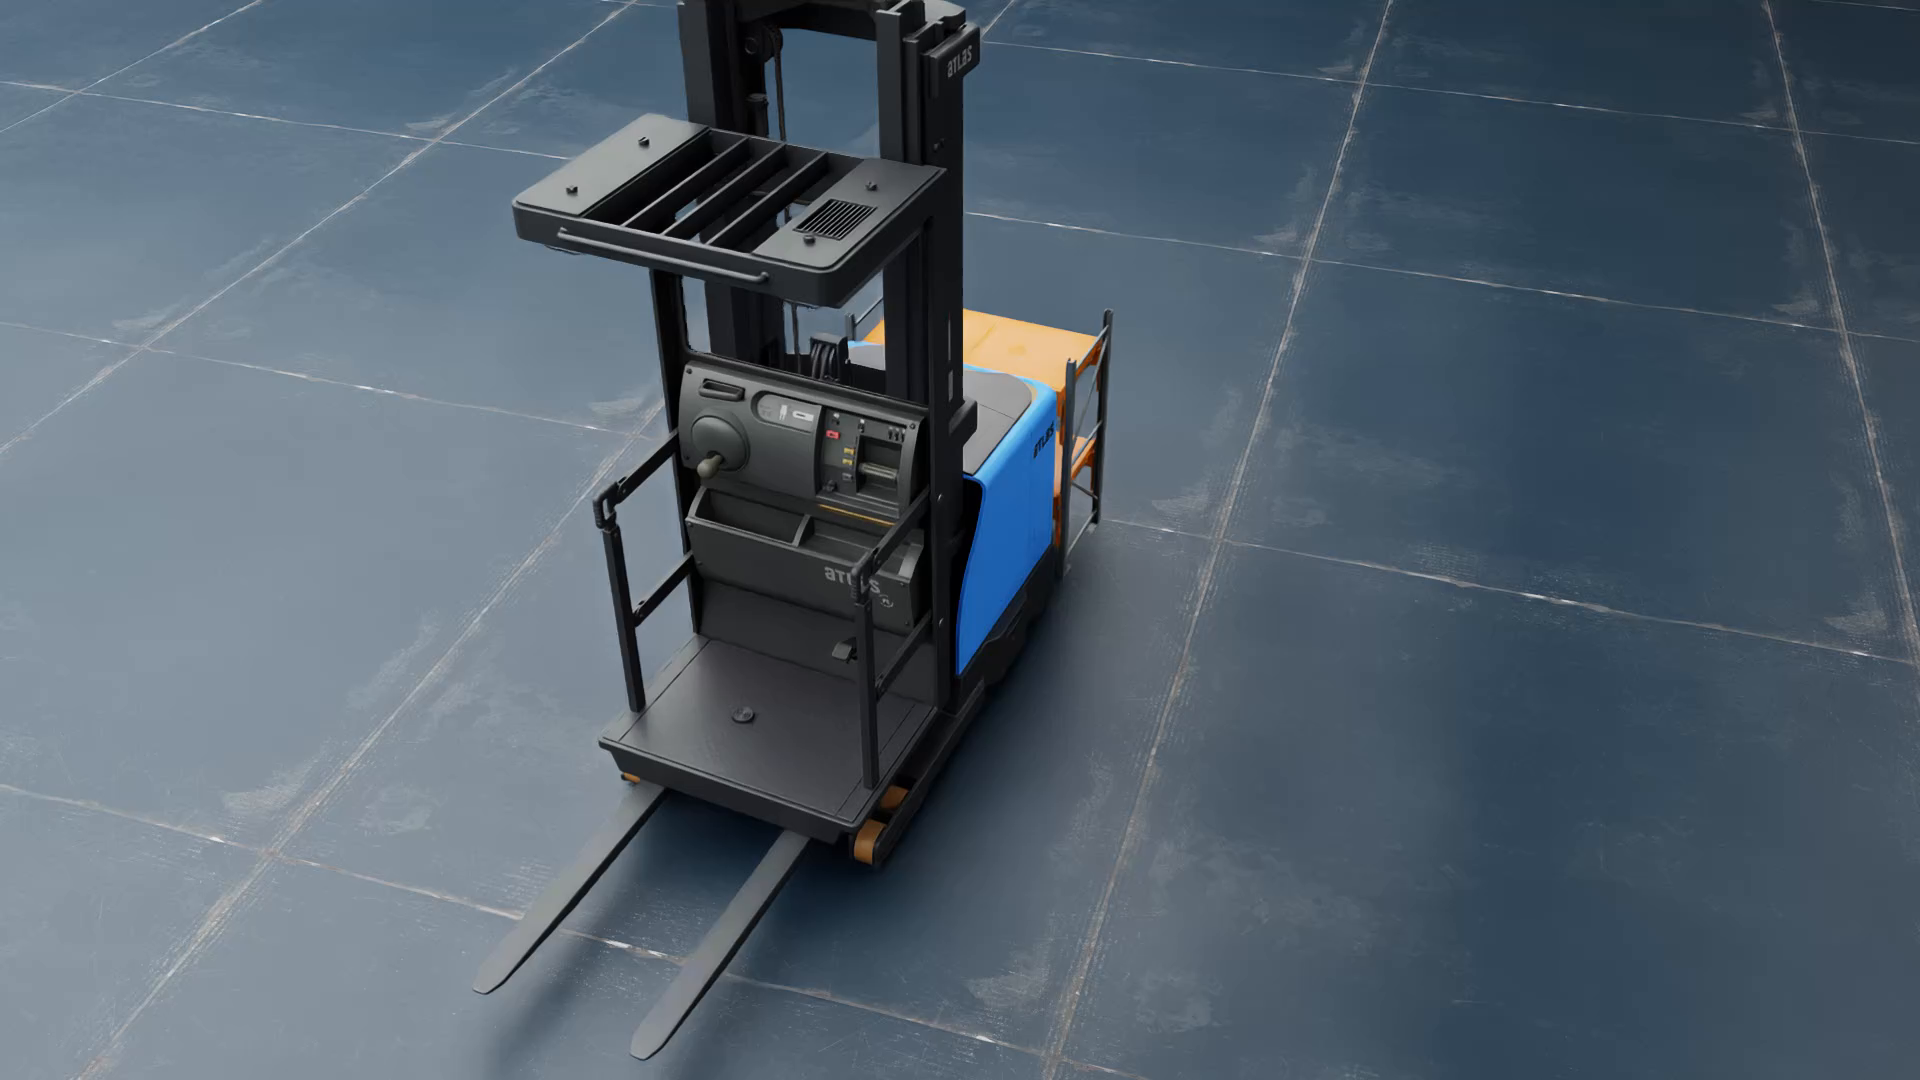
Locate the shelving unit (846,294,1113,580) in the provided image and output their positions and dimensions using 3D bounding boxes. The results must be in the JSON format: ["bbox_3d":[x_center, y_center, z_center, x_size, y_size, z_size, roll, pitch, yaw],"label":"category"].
[{"bbox_3d":[0.085,-0.534,7.527,1.048,1.125,0.538,15,39,19],"label":"shelving unit"}]

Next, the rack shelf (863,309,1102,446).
[{"bbox_3d":[0.085,-0.770,7.354,1.000,0.278,0.538,15,39,19],"label":"rack shelf"}]

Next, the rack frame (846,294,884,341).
[{"bbox_3d":[-0.381,-0.655,7.691,0.032,1.125,0.500,15,39,19],"label":"rack frame"}]

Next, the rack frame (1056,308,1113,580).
[{"bbox_3d":[0.550,-0.414,7.363,0.032,1.125,0.500,15,39,19],"label":"rack frame"}]

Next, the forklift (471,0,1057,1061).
[{"bbox_3d":[-0.657,-0.280,5.657,1.130,2.935,3.031,15,39,19],"label":"forklift"}]

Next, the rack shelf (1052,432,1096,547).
[{"bbox_3d":[0.085,-0.337,7.672,1.000,0.278,0.538,15,39,19],"label":"rack shelf"}]
